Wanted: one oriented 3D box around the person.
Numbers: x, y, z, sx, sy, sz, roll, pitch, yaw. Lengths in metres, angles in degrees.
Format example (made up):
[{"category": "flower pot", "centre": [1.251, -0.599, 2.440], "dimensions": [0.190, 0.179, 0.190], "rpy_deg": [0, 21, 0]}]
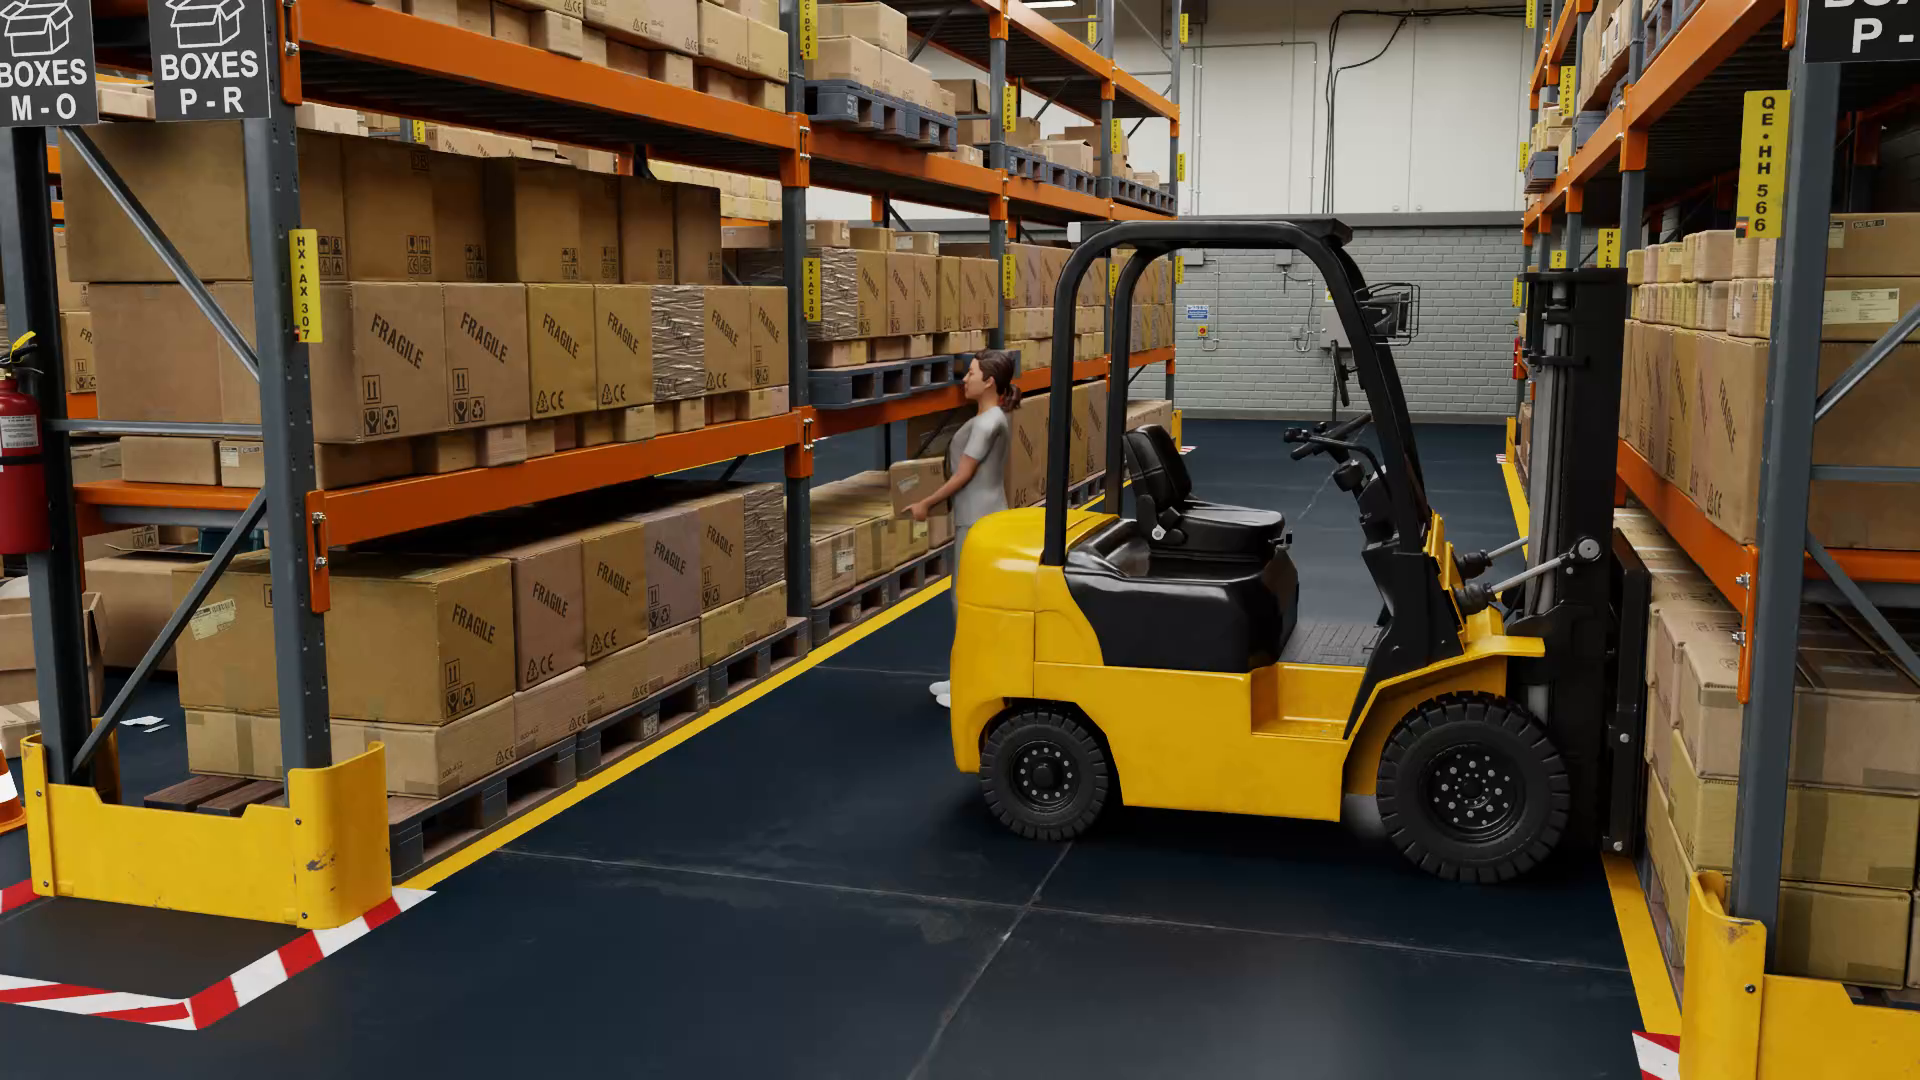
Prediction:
[{"category": "person", "centre": [0.018, -0.056, 7.777], "dimensions": [0.556, 1.661, 0.436], "rpy_deg": [1, 8, 5]}]
